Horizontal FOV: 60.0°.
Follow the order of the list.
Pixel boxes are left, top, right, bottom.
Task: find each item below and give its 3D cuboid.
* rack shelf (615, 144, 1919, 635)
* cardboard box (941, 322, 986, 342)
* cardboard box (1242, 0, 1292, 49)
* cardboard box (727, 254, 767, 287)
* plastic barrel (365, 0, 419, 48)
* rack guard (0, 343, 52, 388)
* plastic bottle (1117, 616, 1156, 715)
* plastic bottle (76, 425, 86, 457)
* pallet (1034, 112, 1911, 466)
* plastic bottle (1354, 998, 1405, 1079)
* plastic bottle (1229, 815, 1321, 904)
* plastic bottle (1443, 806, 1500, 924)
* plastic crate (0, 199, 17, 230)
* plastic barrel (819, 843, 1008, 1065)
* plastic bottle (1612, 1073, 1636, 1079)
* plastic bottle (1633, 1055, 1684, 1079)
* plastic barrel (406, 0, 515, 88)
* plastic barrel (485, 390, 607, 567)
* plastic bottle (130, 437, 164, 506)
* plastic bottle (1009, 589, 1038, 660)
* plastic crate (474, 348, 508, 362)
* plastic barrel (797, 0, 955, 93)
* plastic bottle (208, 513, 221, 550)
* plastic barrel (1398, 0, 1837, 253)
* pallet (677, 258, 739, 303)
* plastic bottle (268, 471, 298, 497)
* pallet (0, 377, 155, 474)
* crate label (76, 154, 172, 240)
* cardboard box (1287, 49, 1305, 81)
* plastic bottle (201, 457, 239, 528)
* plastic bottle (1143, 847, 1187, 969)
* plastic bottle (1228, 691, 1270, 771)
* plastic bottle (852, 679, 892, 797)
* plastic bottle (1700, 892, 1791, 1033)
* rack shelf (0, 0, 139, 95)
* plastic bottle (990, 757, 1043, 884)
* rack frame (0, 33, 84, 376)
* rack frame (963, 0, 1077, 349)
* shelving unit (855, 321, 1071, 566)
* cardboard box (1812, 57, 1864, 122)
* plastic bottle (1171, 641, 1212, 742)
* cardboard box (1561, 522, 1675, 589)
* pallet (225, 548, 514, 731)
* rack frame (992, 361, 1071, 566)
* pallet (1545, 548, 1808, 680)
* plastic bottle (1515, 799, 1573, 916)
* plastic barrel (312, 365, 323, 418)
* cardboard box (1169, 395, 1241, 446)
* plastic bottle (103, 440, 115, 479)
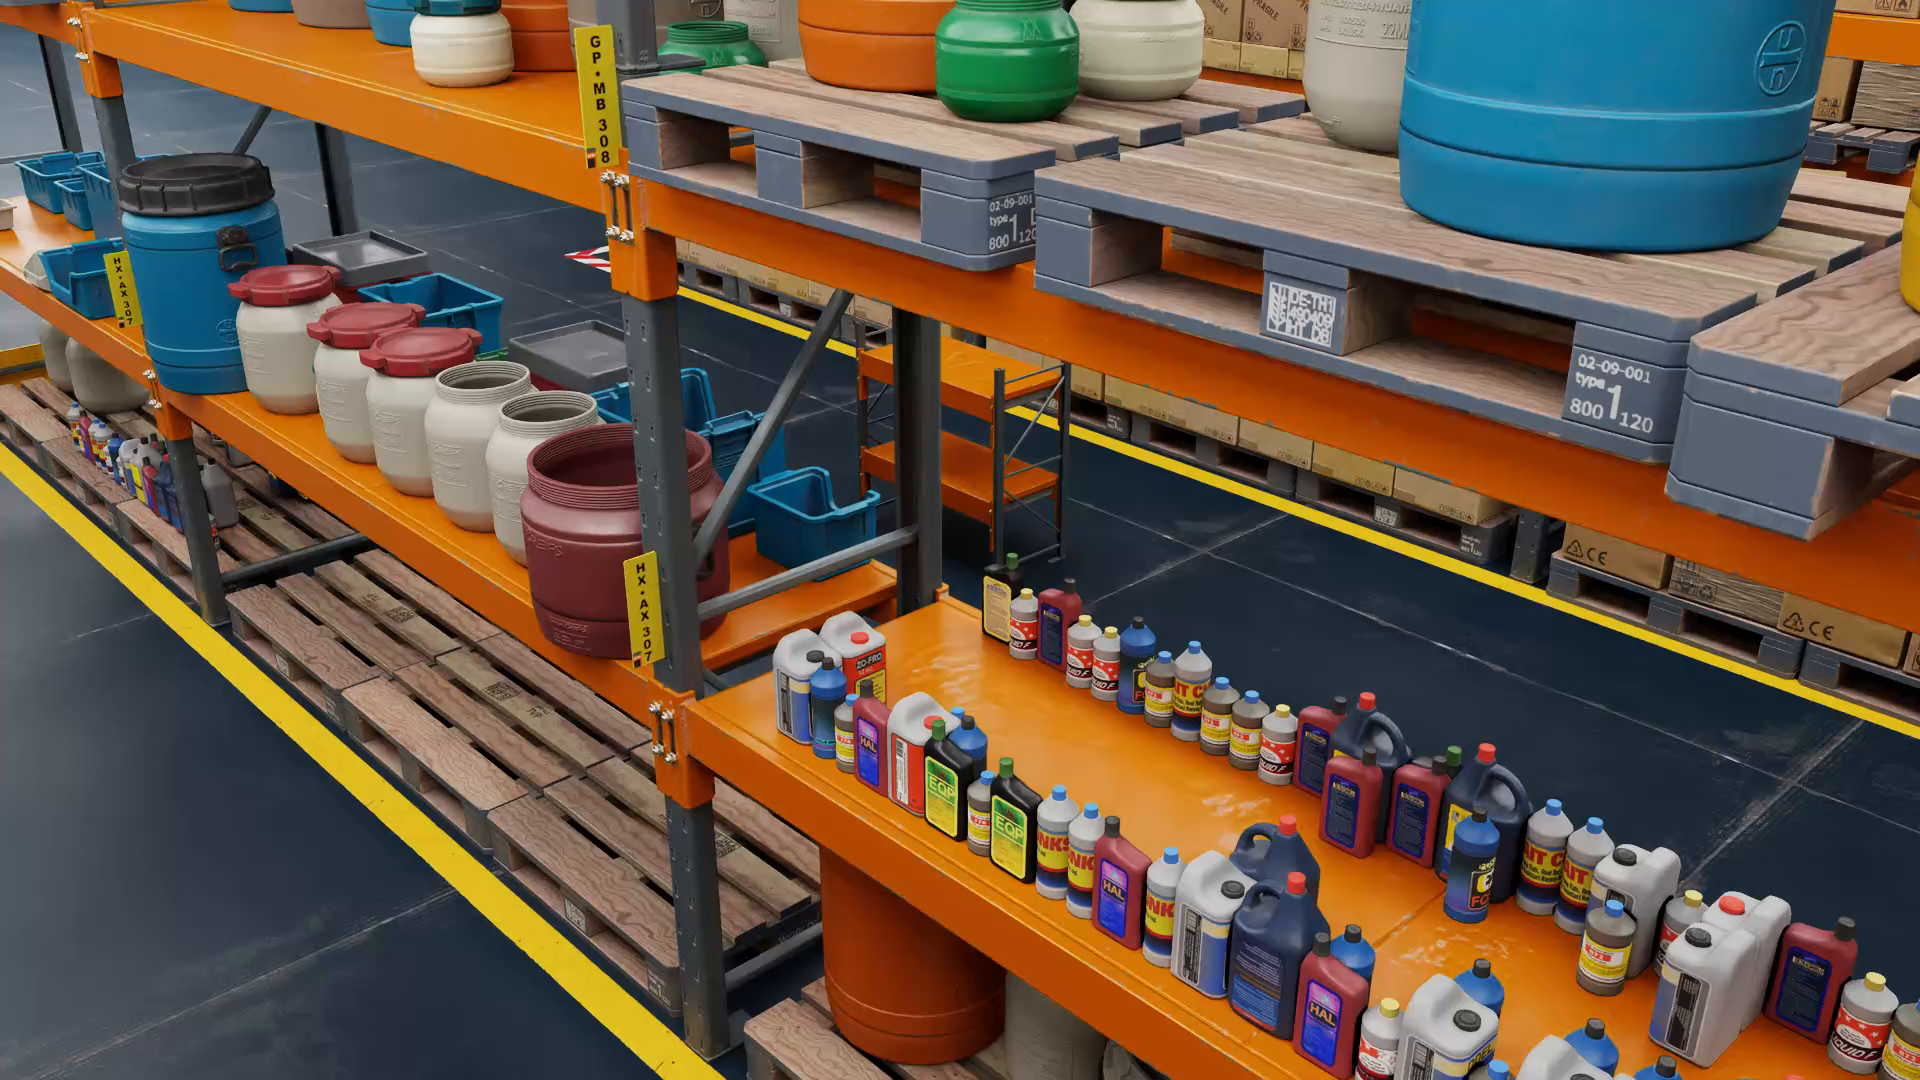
[{"bbox_3d":[0.906,-0.324,3.099,1.077,0.370,4.000,-21,32,-38],"label":"rack shelf"},{"bbox_3d":[-0.053,-1.527,11.290,0.500,0.250,0.500,-21,32,-38],"label":"cardboard box"},{"bbox_3d":[2.807,-4.558,14.379,0.500,0.500,0.500,-22,33,-40],"label":"cardboard box"},{"bbox_3d":[-1.420,-2.133,12.618,0.500,0.250,0.500,-21,32,-38],"label":"cardboard box"},{"bbox_3d":[-1.794,-2.208,5.759,0.600,0.901,0.708,-21,32,-38],"label":"plastic barrel"},{"bbox_3d":[-5.842,-1.169,10.711,1.175,0.500,0.348,-21,32,-38],"label":"rack guard"},{"bbox_3d":[0.484,0.337,4.553,0.097,0.271,0.097,0,25,0],"label":"plastic bottle"},{"bbox_3d":[-4.846,-0.574,9.236,0.097,0.201,0.097,0,25,0],"label":"plastic bottle"},{"bbox_3d":[0.889,-0.512,2.872,1.003,0.211,1.213,-21,32,-38],"label":"pallet"},{"bbox_3d":[0.824,0.980,3.227,0.097,0.201,0.097,0,25,0],"label":"plastic bottle"},{"bbox_3d":[0.672,0.738,3.577,0.144,0.351,0.185,-21,32,-38],"label":"plastic bottle"},{"bbox_3d":[1.146,0.718,3.718,0.097,0.271,0.097,0,25,0],"label":"plastic bottle"},{"bbox_3d":[-5.552,-1.834,9.474,0.298,0.136,0.250,-21,32,-38],"label":"plastic crate"},{"bbox_3d":[-0.114,1.047,4.949,0.600,0.830,0.708,-21,32,-38],"label":"plastic barrel"},{"bbox_3d":[1.174,1.085,2.908,0.152,0.276,0.135,-21,32,-38],"label":"plastic bottle"},{"bbox_3d":[1.252,1.046,2.999,0.097,0.271,0.097,0,25,0],"label":"plastic bottle"},{"bbox_3d":[-1.500,-1.513,5.006,0.301,0.262,0.301,0,25,0],"label":"plastic barrel"},{"bbox_3d":[-1.320,-0.194,5.428,0.421,0.512,0.421,0,25,0],"label":"plastic barrel"},{"bbox_3d":[-4.197,-0.369,8.606,0.144,0.351,0.185,-21,32,-39],"label":"plastic bottle"},{"bbox_3d":[0.193,0.240,4.850,0.097,0.201,0.097,0,25,0],"label":"plastic bottle"},{"bbox_3d":[-1.798,-0.560,6.620,0.450,0.188,0.662,-21,32,-38],"label":"plastic crate"},{"bbox_3d":[-0.075,-1.471,3.723,0.600,0.830,0.708,-21,32,-38],"label":"plastic barrel"},{"bbox_3d":[-3.670,-0.053,8.093,0.097,0.201,0.097,0,25,0],"label":"plastic bottle"},{"bbox_3d":[0.995,-0.938,2.468,0.600,0.901,0.708,-21,32,-38],"label":"plastic barrel"},{"bbox_3d":[-1.757,-2.232,13.388,1.003,0.211,1.213,-21,32,-38],"label":"pallet"},{"bbox_3d":[-3.549,-0.421,8.720,0.144,0.351,0.185,-21,32,-38],"label":"plastic bottle"},{"bbox_3d":[-5.291,-0.790,10.228,1.003,0.211,1.213,-21,32,-38],"label":"pallet"},{"bbox_3d":[-4.473,-1.851,9.152,0.502,0.435,0.616,-21,32,-38],"label":"crate label"},{"bbox_3d":[3.158,-4.067,14.207,0.500,0.250,0.500,-21,32,-38],"label":"cardboard box"},{"bbox_3d":[-3.740,-0.254,8.353,0.144,0.351,0.185,-21,32,-38],"label":"plastic bottle"},{"bbox_3d":[0.448,0.782,3.578,0.097,0.271,0.097,0,25,0],"label":"plastic bottle"},{"bbox_3d":[0.750,0.486,4.309,0.097,0.201,0.097,0,25,0],"label":"plastic bottle"},{"bbox_3d":[-0.209,0.496,4.190,0.061,0.283,0.133,-21,32,-38],"label":"plastic bottle"},{"bbox_3d":[1.602,0.847,3.429,0.152,0.276,0.135,-21,32,-38],"label":"plastic bottle"},{"bbox_3d":[-4.561,-2.748,8.412,1.077,0.370,4.000,-21,32,-38],"label":"rack shelf"},{"bbox_3d":[0.131,0.647,3.858,0.061,0.283,0.133,-21,32,-38],"label":"plastic bottle"},{"bbox_3d":[-5.928,-2.316,10.213,1.000,3.000,0.127,-21,32,-38],"label":"rack frame"},{"bbox_3d":[0.424,-2.508,10.635,1.000,3.000,0.127,-21,32,-38],"label":"rack frame"},{"bbox_3d":[0.005,-0.510,8.512,0.538,1.125,1.048,-21,32,-38],"label":"shelving unit"},{"bbox_3d":[6.041,-3.250,11.609,0.500,0.500,0.700,20,31,37],"label":"cardboard box"},{"bbox_3d":[0.617,0.396,4.424,0.097,0.271,0.097,0,25,0],"label":"plastic bottle"},{"bbox_3d":[3.260,-0.140,7.926,0.500,0.500,0.500,-20,31,-36],"label":"cardboard box"},{"bbox_3d":[-2.629,0.391,7.638,1.003,0.211,1.213,-21,32,-38],"label":"pallet"},{"bbox_3d":[0.352,-0.356,8.174,0.500,1.125,0.032,-21,32,-38],"label":"rack frame"},{"bbox_3d":[3.640,0.209,8.038,1.003,0.211,1.213,-21,32,-38],"label":"pallet"},{"bbox_3d":[1.318,0.706,3.743,0.097,0.271,0.097,0,25,0],"label":"plastic bottle"},{"bbox_3d":[-2.402,-0.597,6.611,0.301,0.262,0.301,0,25,0],"label":"plastic barrel"},{"bbox_3d":[1.570,-0.790,9.675,0.500,0.250,0.500,-20,32,-38],"label":"cardboard box"},{"bbox_3d":[-4.546,-0.441,8.945,0.097,0.201,0.097,0,25,0],"label":"plastic bottle"}]
